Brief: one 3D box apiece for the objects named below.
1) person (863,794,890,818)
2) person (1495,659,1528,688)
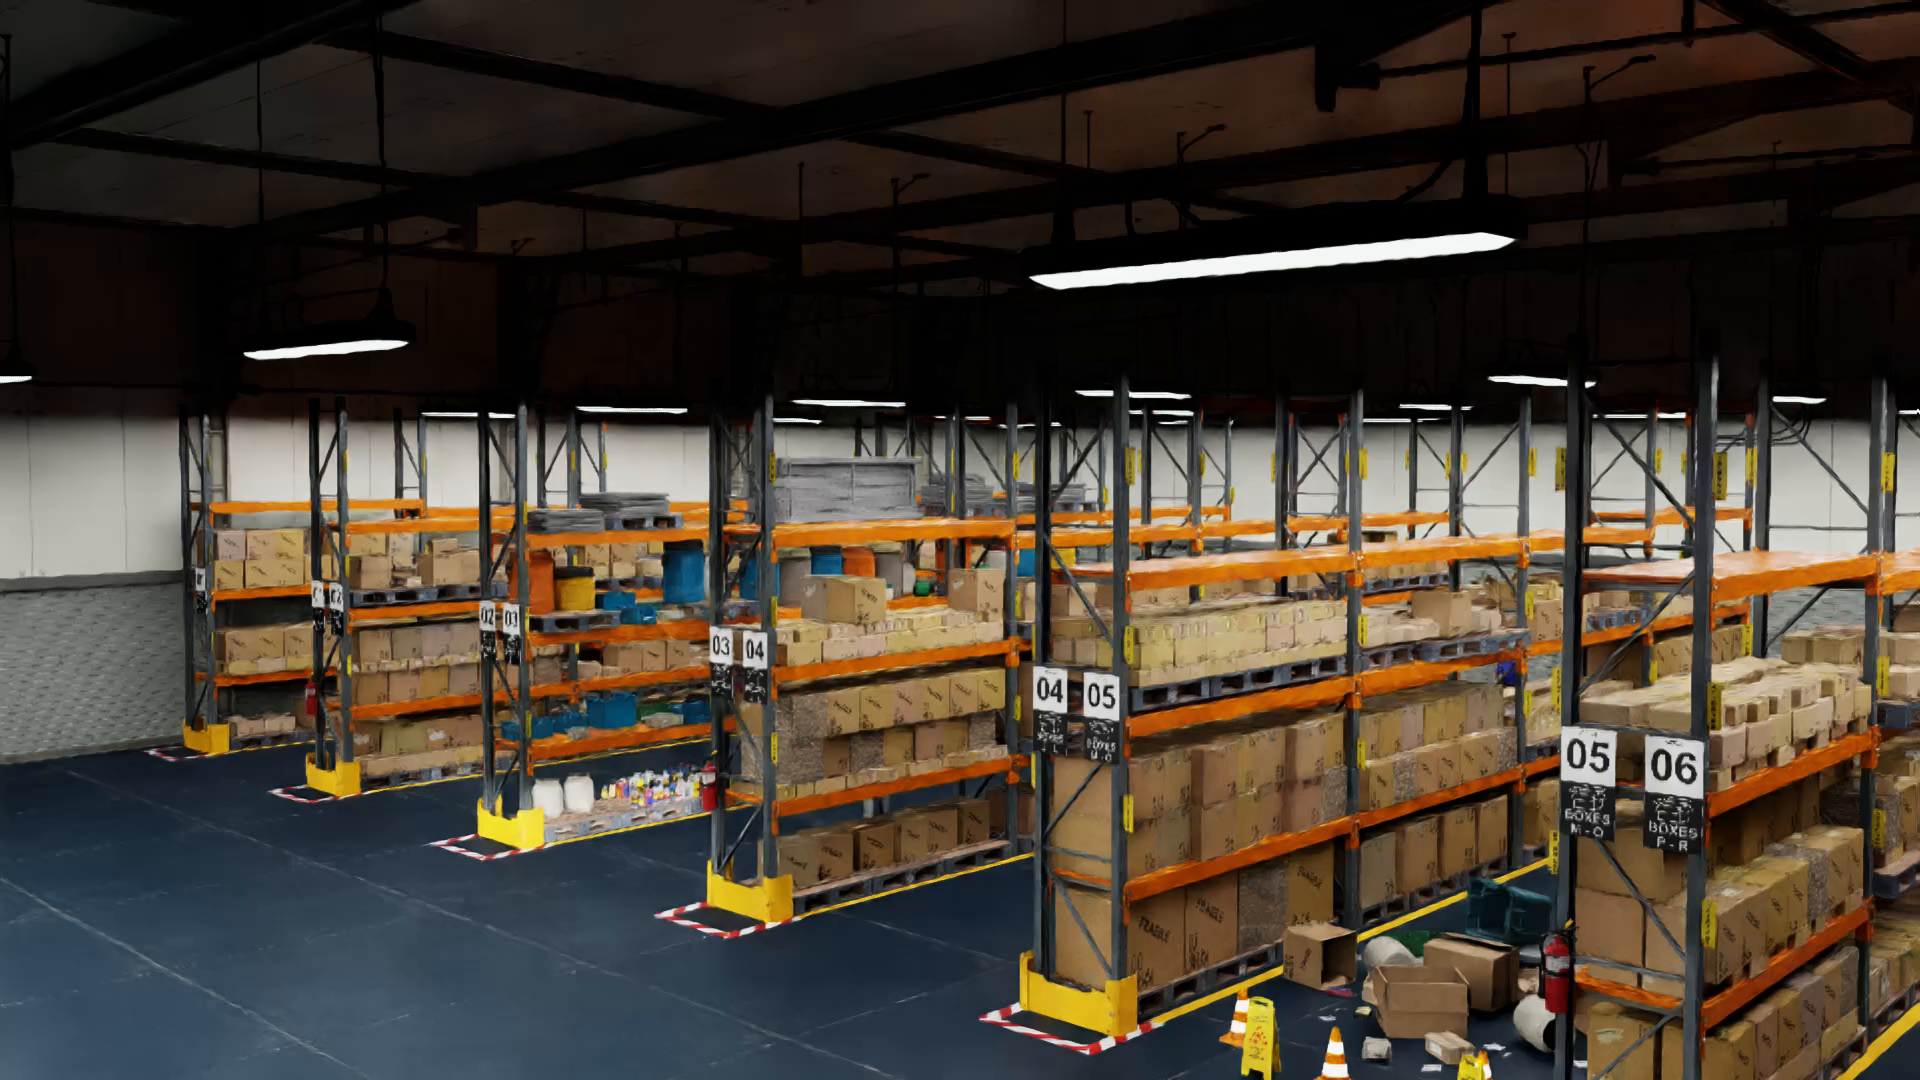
[{"bbox_3d":[-1.159,3.133,22.427,0.487,1.675,0.477,-1,3,-16],"label":"person"},{"bbox_3d":[10.225,2.742,30.764,0.614,1.599,0.765,1,3,22],"label":"person"}]
